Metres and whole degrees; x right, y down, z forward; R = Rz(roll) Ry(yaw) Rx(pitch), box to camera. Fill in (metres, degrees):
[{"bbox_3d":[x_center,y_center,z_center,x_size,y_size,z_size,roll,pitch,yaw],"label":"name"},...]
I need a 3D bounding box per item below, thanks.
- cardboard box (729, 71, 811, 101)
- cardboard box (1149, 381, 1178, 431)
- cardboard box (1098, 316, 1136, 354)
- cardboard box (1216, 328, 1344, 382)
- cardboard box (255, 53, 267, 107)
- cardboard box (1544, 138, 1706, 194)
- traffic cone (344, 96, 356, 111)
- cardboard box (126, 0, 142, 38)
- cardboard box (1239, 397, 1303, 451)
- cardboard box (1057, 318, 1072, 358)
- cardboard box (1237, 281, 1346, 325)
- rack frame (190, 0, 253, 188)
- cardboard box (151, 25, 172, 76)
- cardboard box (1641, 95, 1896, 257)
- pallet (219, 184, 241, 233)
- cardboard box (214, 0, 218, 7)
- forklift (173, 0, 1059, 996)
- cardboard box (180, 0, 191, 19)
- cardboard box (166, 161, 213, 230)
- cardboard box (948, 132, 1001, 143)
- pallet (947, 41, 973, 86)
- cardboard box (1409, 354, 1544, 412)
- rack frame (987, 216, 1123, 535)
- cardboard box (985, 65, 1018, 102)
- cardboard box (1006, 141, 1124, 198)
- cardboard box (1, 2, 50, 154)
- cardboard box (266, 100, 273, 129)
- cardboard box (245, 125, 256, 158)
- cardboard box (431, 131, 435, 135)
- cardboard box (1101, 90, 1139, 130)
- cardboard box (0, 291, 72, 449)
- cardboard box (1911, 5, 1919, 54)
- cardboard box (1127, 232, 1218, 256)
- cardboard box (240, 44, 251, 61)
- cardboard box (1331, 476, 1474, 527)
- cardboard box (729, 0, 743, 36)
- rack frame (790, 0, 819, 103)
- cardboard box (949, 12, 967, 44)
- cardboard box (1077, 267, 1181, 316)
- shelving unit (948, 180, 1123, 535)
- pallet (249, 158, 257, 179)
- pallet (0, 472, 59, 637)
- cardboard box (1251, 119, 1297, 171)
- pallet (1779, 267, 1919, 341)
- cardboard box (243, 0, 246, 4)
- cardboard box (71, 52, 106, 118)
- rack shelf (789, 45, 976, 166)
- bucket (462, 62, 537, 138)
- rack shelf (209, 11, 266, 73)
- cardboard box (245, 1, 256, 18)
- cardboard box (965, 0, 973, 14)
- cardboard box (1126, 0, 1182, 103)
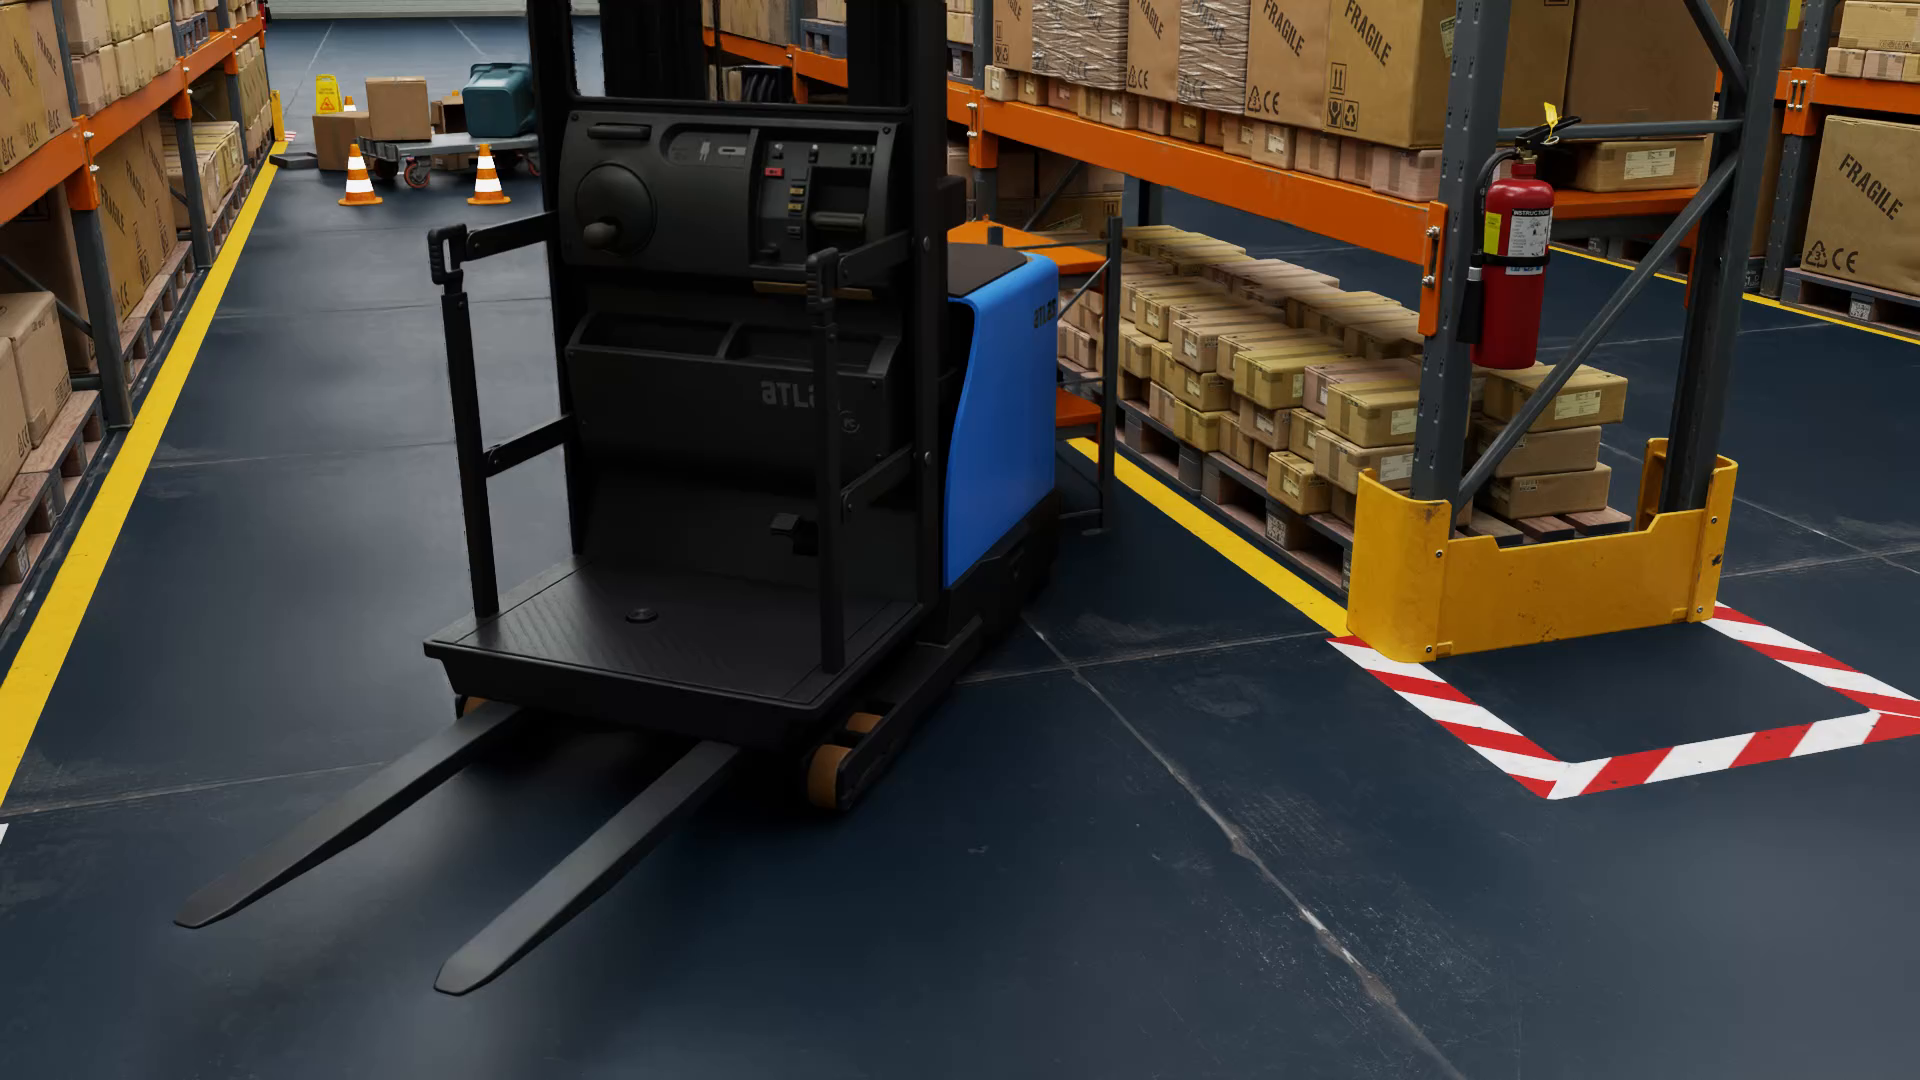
[{"bbox_3d":[-1.379,-3.624,14.276,1.050,0.750,0.750,-6,21,-17],"label":"cardboard box"},{"bbox_3d":[0.975,-0.546,6.594,0.380,0.149,0.250,-6,21,-16],"label":"cardboard box"},{"bbox_3d":[0.807,-0.852,7.007,0.380,0.149,0.250,-7,21,-18],"label":"cardboard box"},{"bbox_3d":[1.158,-0.659,6.031,0.380,0.149,0.250,-7,21,-19],"label":"cardboard box"},{"bbox_3d":[-7.217,-4.570,16.540,0.500,0.500,0.500,-6,21,-15],"label":"cardboard box"},{"bbox_3d":[2.022,-1.155,5.066,0.380,0.149,0.250,-7,21,-18],"label":"cardboard box"},{"bbox_3d":[-6.523,-4.516,17.804,0.336,0.463,0.334,-6,21,-17],"label":"traffic cone"},{"bbox_3d":[-4.467,-2.686,8.441,0.500,0.250,0.500,-7,21,-19],"label":"cardboard box"},{"bbox_3d":[1.211,-0.436,5.848,0.380,0.149,0.250,-7,21,-19],"label":"cardboard box"},{"bbox_3d":[0.576,-0.963,7.757,0.380,0.149,0.250,-6,21,-17],"label":"cardboard box"},{"bbox_3d":[1.369,-0.965,6.882,0.380,0.149,0.250,-6,21,-17],"label":"cardboard box"},{"bbox_3d":[-6.626,-4.427,13.804,1.000,3.000,0.127,-6,21,-17],"label":"rack frame"},{"bbox_3d":[-4.788,-2.776,9.428,0.500,0.250,0.500,-6,21,-16],"label":"cardboard box"},{"bbox_3d":[5.076,-2.313,10.442,1.225,0.875,0.875,-6,21,-17],"label":"cardboard box"},{"bbox_3d":[-5.993,-2.472,12.488,1.003,0.211,1.213,-6,21,-17],"label":"pallet"},{"bbox_3d":[-6.202,-4.370,13.397,0.380,0.149,0.250,-6,21,-16],"label":"cardboard box"},{"bbox_3d":[-0.671,-0.872,4.008,1.130,2.935,3.031,7,21,20],"label":"forklift"},{"bbox_3d":[-5.461,-3.624,11.319,0.380,0.149,0.250,-6,21,-17],"label":"cardboard box"},{"bbox_3d":[-5.537,-2.286,11.111,0.950,0.372,0.625,-8,21,-21],"label":"cardboard box"},{"bbox_3d":[-0.067,-2.170,9.489,0.500,0.250,0.500,-5,20,-15],"label":"cardboard box"},{"bbox_3d":[0.454,-2.588,8.969,1.003,0.211,1.213,-6,21,-17],"label":"pallet"},{"bbox_3d":[1.770,-0.550,5.727,0.380,0.149,0.250,-6,21,-16],"label":"cardboard box"},{"bbox_3d":[0.320,-0.531,5.730,0.500,1.125,0.032,-9,22,-25],"label":"rack frame"},{"bbox_3d":[0.334,-2.174,7.903,0.380,0.149,0.250,-6,21,-15],"label":"cardboard box"},{"bbox_3d":[0.574,-2.057,9.174,0.500,0.250,0.500,-7,21,-20],"label":"cardboard box"},{"bbox_3d":[-3.556,-1.620,5.842,0.500,0.500,0.500,-7,21,-19],"label":"cardboard box"},{"bbox_3d":[-7.366,-4.375,17.107,0.500,0.250,0.500,-6,21,-17],"label":"cardboard box"},{"bbox_3d":[-6.555,-3.548,14.804,0.500,0.250,0.500,-7,21,-20],"label":"cardboard box"},{"bbox_3d":[-5.554,-4.163,17.286,0.380,0.149,0.250,4,20,11],"label":"cardboard box"},{"bbox_3d":[0.794,-1.756,6.741,0.380,0.149,0.250,-5,20,-15],"label":"cardboard box"},{"bbox_3d":[-4.016,-0.638,6.426,0.875,0.438,0.875,-7,21,-18],"label":"cardboard box"},{"bbox_3d":[5.347,-2.643,8.620,0.500,0.250,0.500,-6,21,-17],"label":"cardboard box"},{"bbox_3d":[1.033,-1.389,8.064,0.380,0.149,0.250,-6,21,-17],"label":"cardboard box"},{"bbox_3d":[-6.788,-4.504,15.396,0.380,0.149,0.250,-5,20,-14],"label":"cardboard box"},{"bbox_3d":[1.450,-0.137,5.456,0.380,0.149,0.250,-6,21,-16],"label":"cardboard box"},{"bbox_3d":[-1.575,-4.349,13.440,0.500,0.500,0.500,-6,21,-16],"label":"cardboard box"},{"bbox_3d":[-0.701,-3.701,11.784,1.000,3.000,0.127,-6,21,-17],"label":"rack frame"},{"bbox_3d":[0.161,-2.687,8.710,0.380,0.149,0.250,-6,21,-17],"label":"cardboard box"},{"bbox_3d":[0.730,-1.079,7.199,0.380,0.149,0.250,-6,21,-16],"label":"cardboard box"},{"bbox_3d":[0.096,-0.685,6.160,0.538,1.125,1.048,-9,22,-25],"label":"shelving unit"},{"bbox_3d":[-6.871,-3.326,14.865,1.003,0.211,1.213,-6,21,-17],"label":"pallet"},{"bbox_3d":[-3.560,0.097,5.333,1.003,0.211,1.213,-6,21,-17],"label":"pallet"},{"bbox_3d":[1.204,-1.333,5.561,0.380,0.149,0.250,-6,21,-16],"label":"cardboard box"},{"bbox_3d":[5.461,-1.348,9.356,1.003,0.211,1.213,-6,21,-17],"label":"pallet"},{"bbox_3d":[-7.003,-5.266,15.552,0.500,0.500,0.500,-6,21,-17],"label":"cardboard box"},{"bbox_3d":[-3.999,-1.958,7.153,0.500,0.250,0.500,-7,21,-18],"label":"cardboard box"},{"bbox_3d":[-0.073,-2.721,10.119,1.077,0.370,4.000,-6,21,-17],"label":"rack shelf"},{"bbox_3d":[-4.190,-3.959,15.094,0.726,0.611,0.620,1,30,2],"label":"bucket"},{"bbox_3d":[-7.255,-4.730,15.712,1.077,0.370,4.000,-6,21,-17],"label":"rack shelf"},{"bbox_3d":[-7.208,-5.261,16.499,0.380,0.149,0.250,-6,21,-16],"label":"cardboard box"},{"bbox_3d":[0.243,-2.744,8.429,0.380,0.149,0.250,-6,21,-16],"label":"cardboard box"},{"bbox_3d":[0.955,-1.927,6.255,0.500,0.500,0.500,-5,20,-14],"label":"cardboard box"}]
